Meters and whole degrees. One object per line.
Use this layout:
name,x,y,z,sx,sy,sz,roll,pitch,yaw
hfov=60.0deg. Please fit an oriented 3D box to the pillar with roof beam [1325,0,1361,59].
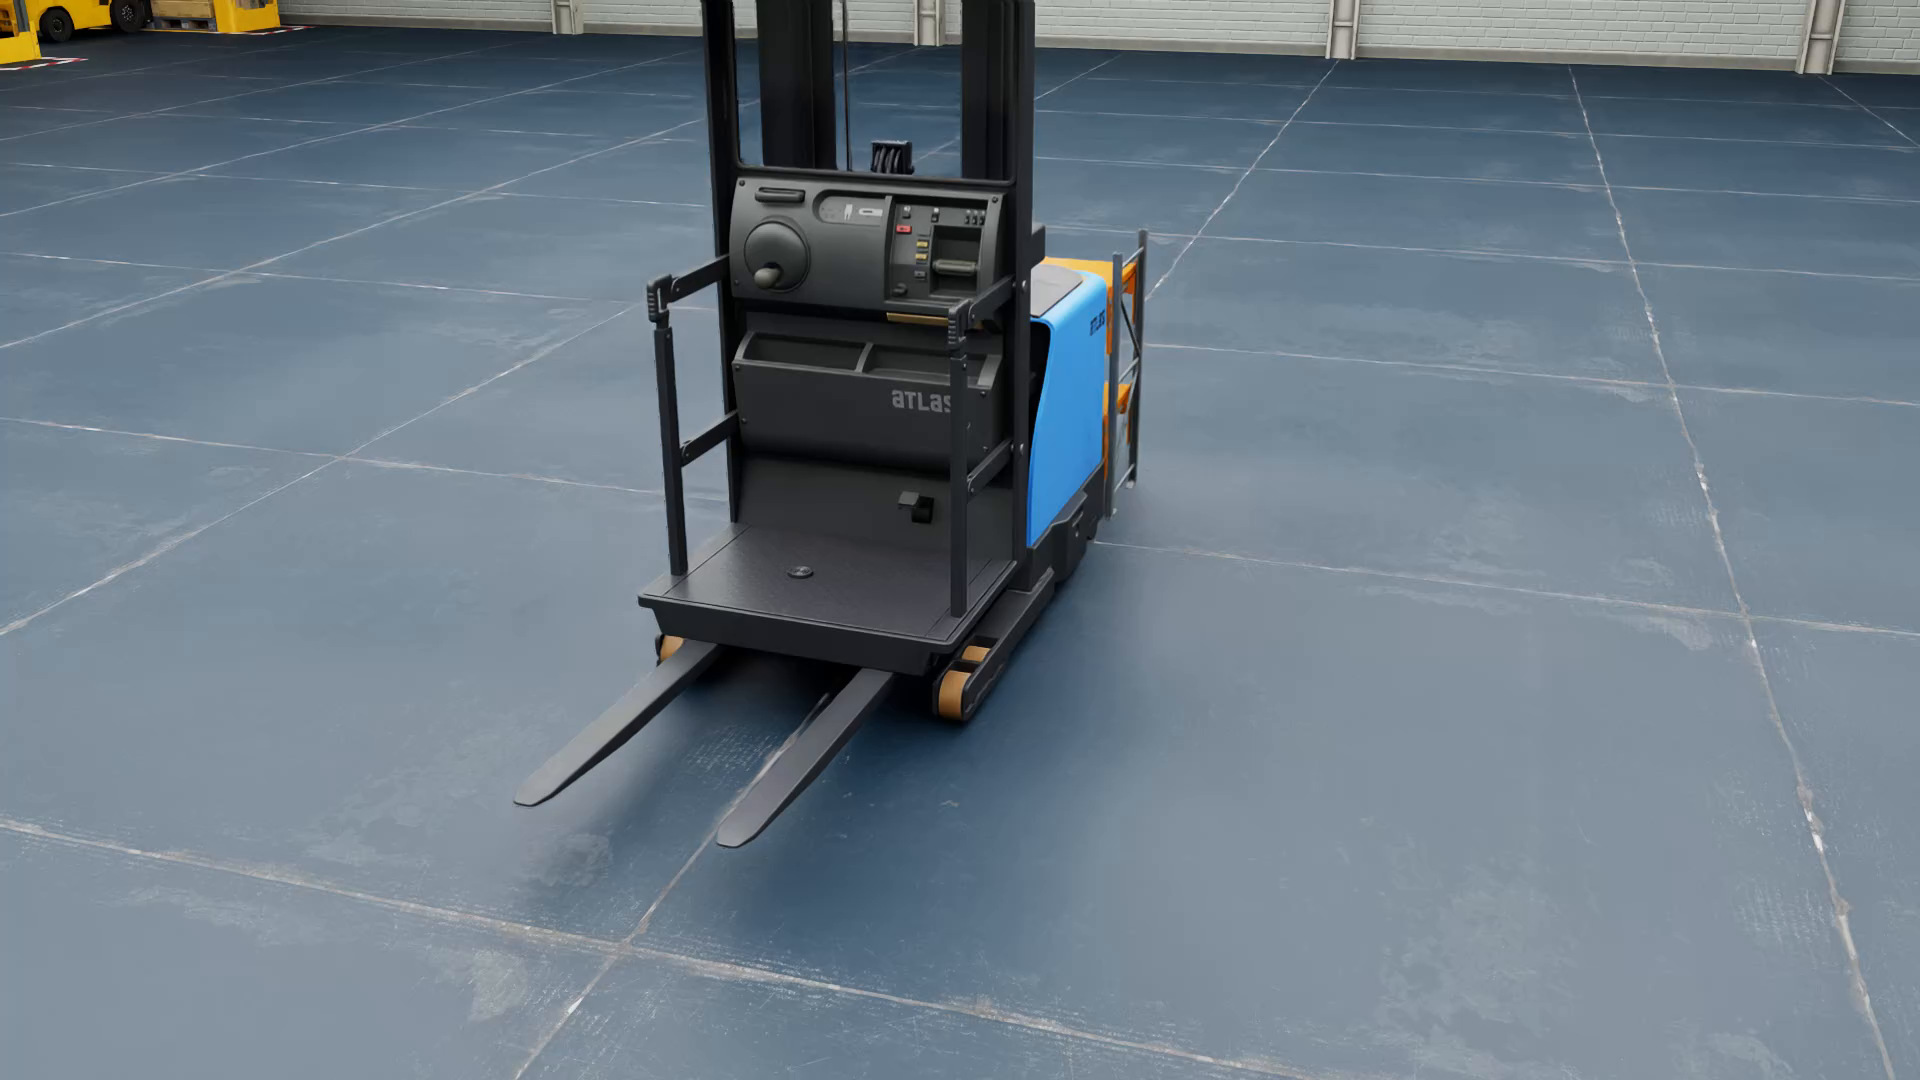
pillar with roof beam,4.053,-9.307,17.603,0.400,9.000,9.100,7,23,16

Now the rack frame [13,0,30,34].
rack frame,-12.960,-7.862,21.983,0.127,3.000,1.000,7,23,16

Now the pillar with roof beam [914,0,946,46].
pillar with roof beam,-1.691,-9.965,19.206,0.400,9.000,9.100,7,23,16

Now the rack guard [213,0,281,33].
rack guard,-11.507,-8.506,26.848,0.348,0.500,1.175,7,23,16

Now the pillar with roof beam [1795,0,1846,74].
pillar with roof beam,9.797,-8.650,15.999,0.400,9.000,9.100,7,23,16

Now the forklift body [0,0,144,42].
forklift body,-13.872,-8.818,25.432,1.214,2.155,2.313,7,23,16

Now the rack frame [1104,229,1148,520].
rack frame,0.697,-0.697,6.988,0.032,1.125,0.500,7,23,17

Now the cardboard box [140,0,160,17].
cardboard box,-13.021,-8.640,26.951,0.500,0.250,0.500,7,23,16

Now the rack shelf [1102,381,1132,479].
rack shelf,0.215,-0.532,7.229,1.000,0.278,0.538,7,23,17

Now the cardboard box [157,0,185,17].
cardboard box,-12.544,-8.582,26.810,0.500,0.250,0.500,7,23,15

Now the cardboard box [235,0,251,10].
cardboard box,-11.944,-8.712,27.127,0.500,0.250,0.500,7,23,16

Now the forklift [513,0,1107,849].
forklift,-0.383,-0.946,5.213,1.130,2.935,3.031,8,24,18

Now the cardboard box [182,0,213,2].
cardboard box,-12.086,-8.759,26.581,0.500,0.250,0.500,6,23,15

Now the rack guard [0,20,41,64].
rack guard,-13.033,-6.713,22.478,0.348,0.500,1.175,7,23,16

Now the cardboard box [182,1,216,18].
cardboard box,-12.071,-8.524,26.668,0.500,0.250,0.500,7,23,16

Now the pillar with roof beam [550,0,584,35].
pillar with roof beam,-7.435,-10.623,20.810,0.400,9.000,9.100,7,23,16

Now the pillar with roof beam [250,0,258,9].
pillar with roof beam,-13.180,-11.281,22.413,0.400,9.000,9.100,7,23,16

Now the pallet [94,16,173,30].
pallet,-13.438,-8.578,27.405,1.213,0.211,1.003,7,23,15

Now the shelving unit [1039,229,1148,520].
shelving unit,0.215,-0.758,7.136,1.048,1.125,0.538,7,23,17

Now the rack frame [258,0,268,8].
rack frame,-11.530,-9.665,26.381,0.127,3.000,1.000,7,23,16

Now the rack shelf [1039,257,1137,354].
rack shelf,0.215,-1.029,7.025,1.000,0.278,0.538,7,23,17

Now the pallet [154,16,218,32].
pallet,-12.274,-8.444,27.077,1.213,0.211,1.003,7,23,16
